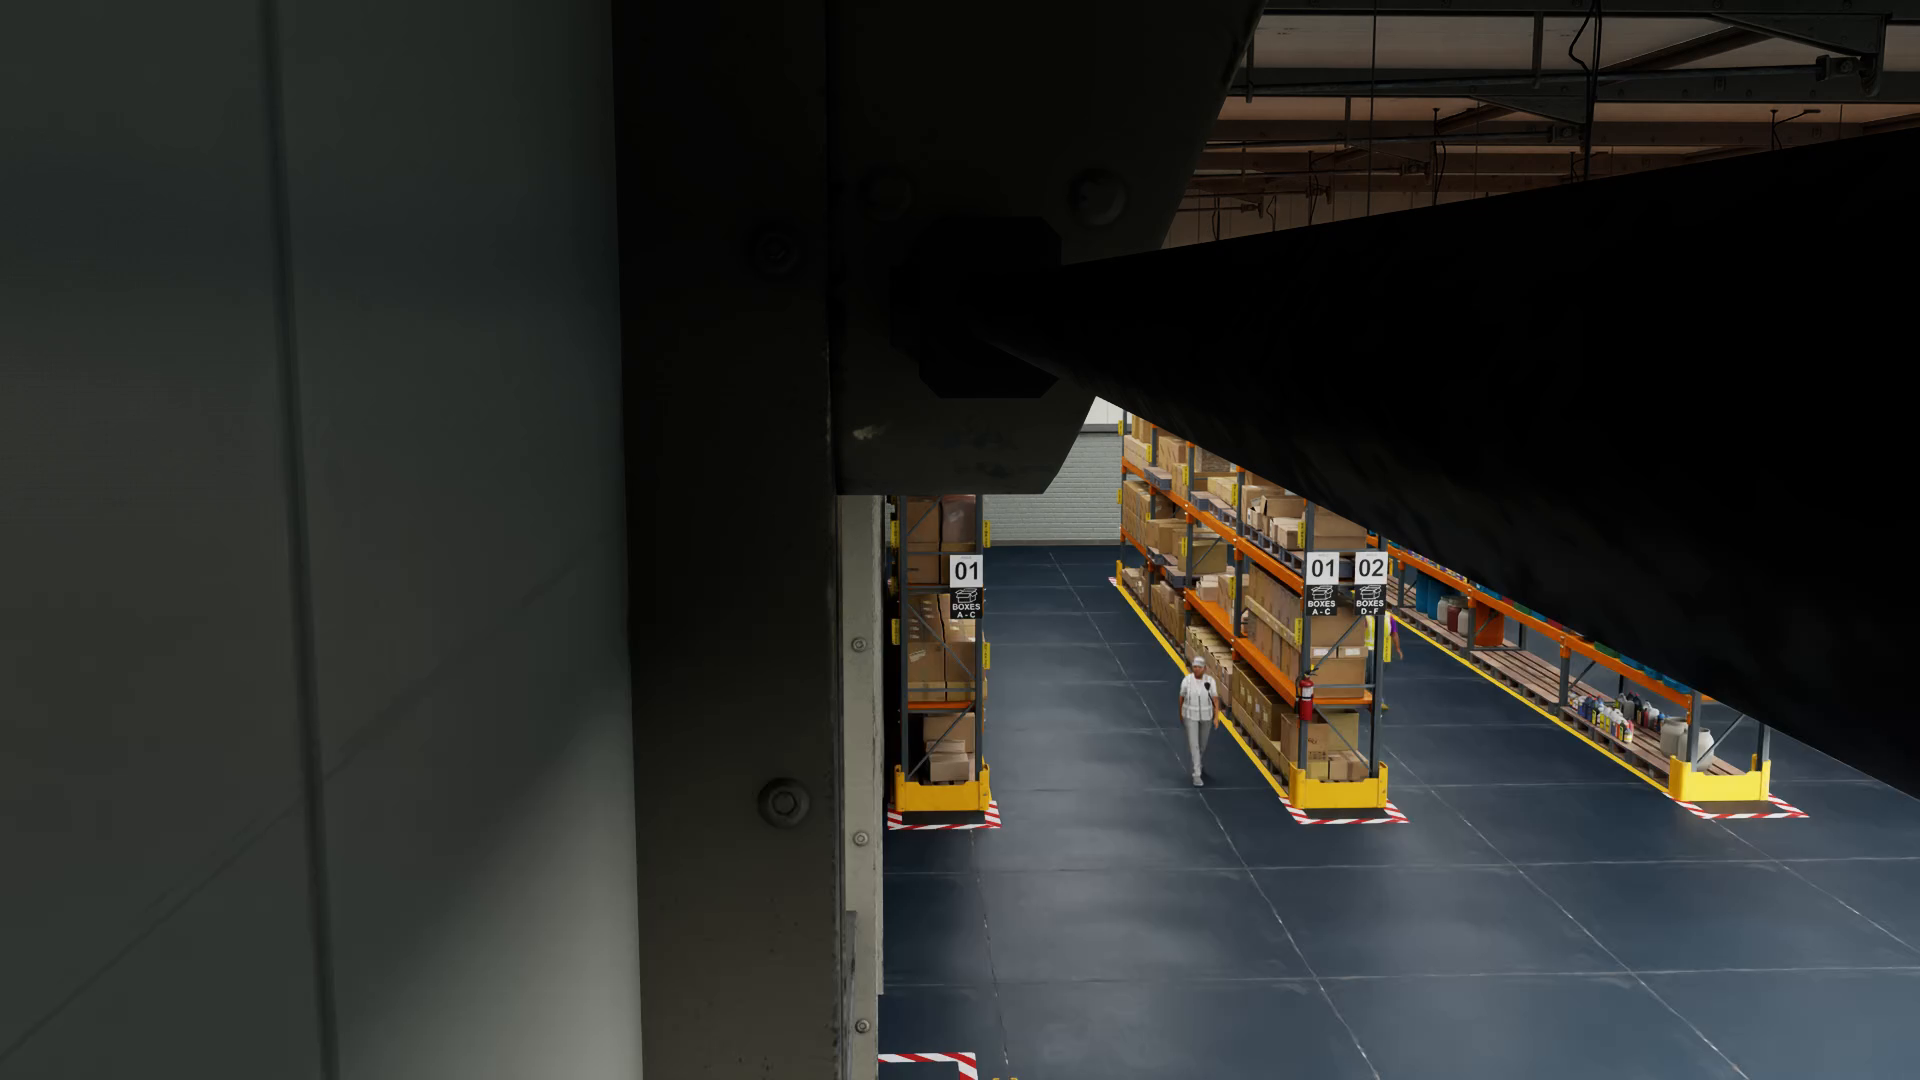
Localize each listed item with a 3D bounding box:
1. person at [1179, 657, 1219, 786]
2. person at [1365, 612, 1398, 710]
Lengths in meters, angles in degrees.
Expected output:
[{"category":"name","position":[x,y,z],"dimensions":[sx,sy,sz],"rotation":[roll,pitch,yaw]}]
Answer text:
[{"category":"person","position":[3.140,2.321,21.799],"dimensions":[0.483,1.604,1.034],"rotation":[-1,8,-5]},{"category":"person","position":[6.464,1.695,25.660],"dimensions":[0.549,1.721,1.069],"rotation":[-3,9,-17]}]
